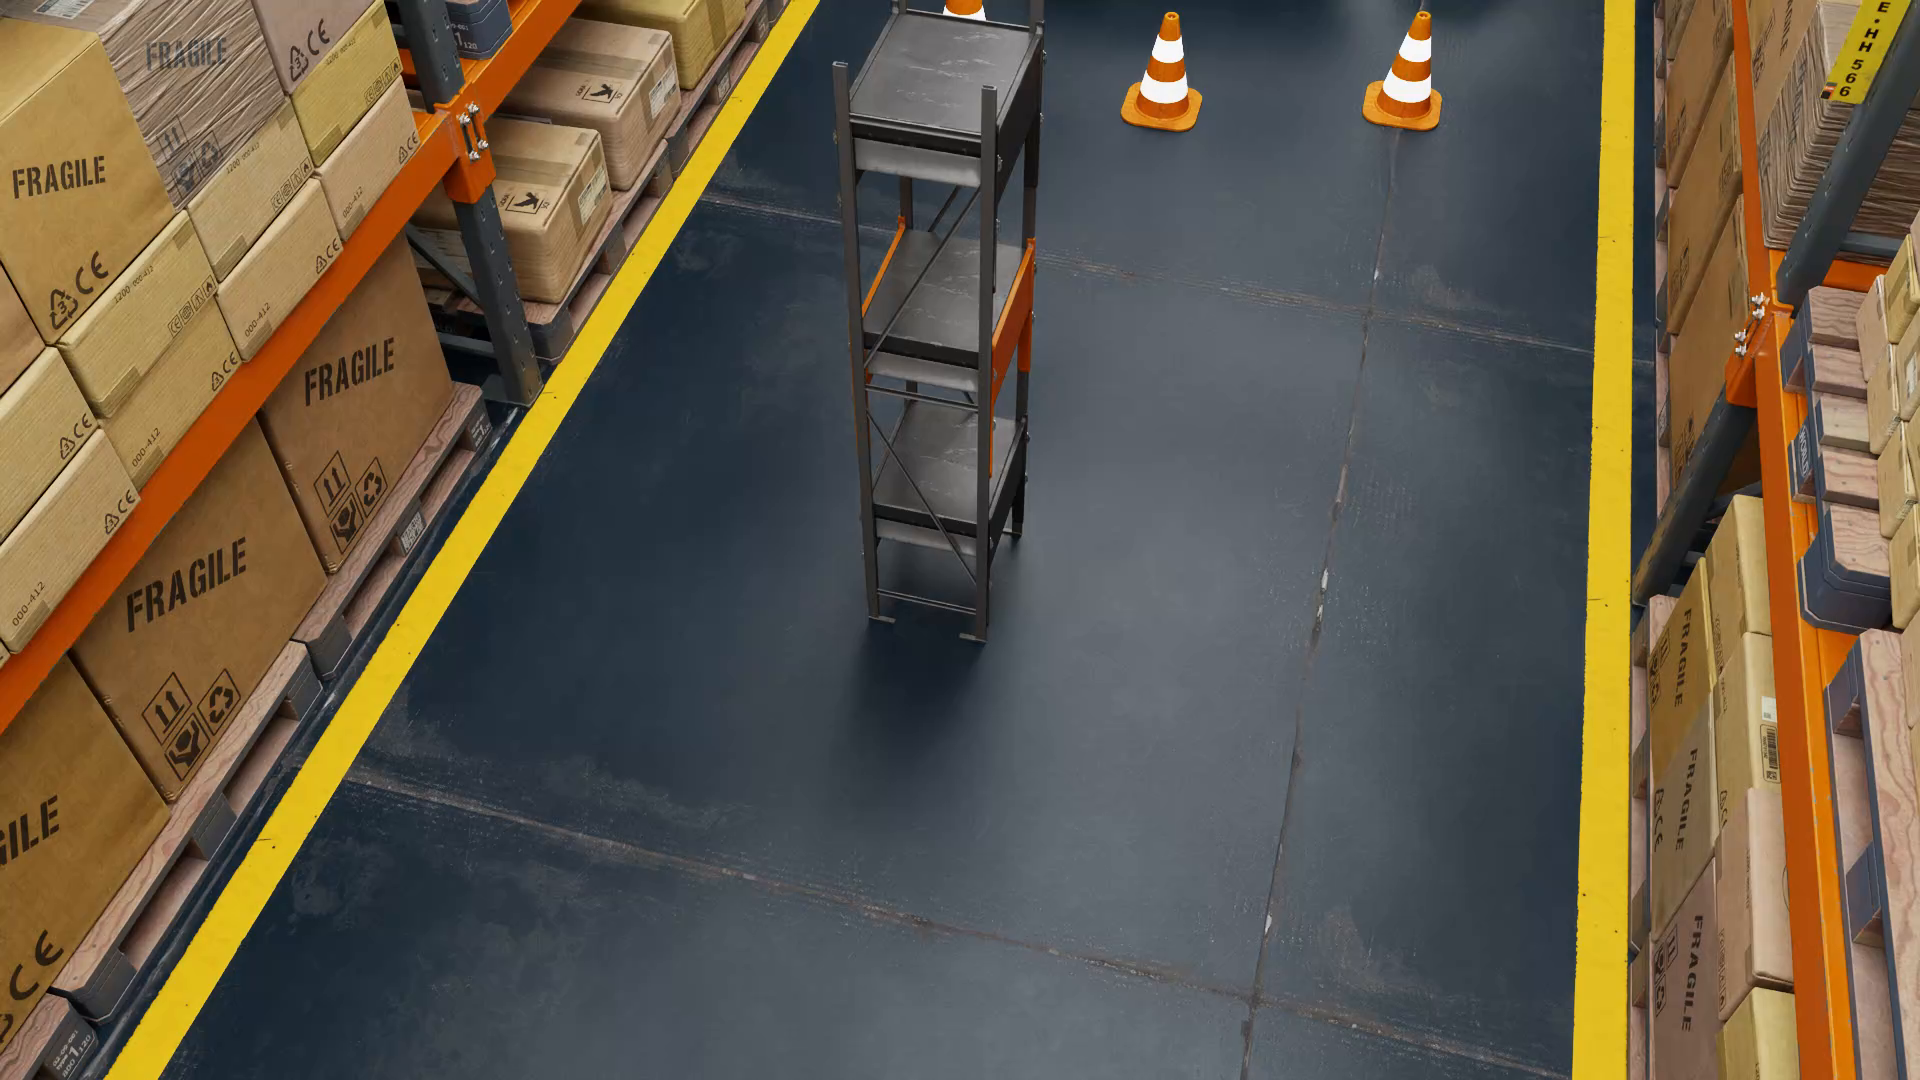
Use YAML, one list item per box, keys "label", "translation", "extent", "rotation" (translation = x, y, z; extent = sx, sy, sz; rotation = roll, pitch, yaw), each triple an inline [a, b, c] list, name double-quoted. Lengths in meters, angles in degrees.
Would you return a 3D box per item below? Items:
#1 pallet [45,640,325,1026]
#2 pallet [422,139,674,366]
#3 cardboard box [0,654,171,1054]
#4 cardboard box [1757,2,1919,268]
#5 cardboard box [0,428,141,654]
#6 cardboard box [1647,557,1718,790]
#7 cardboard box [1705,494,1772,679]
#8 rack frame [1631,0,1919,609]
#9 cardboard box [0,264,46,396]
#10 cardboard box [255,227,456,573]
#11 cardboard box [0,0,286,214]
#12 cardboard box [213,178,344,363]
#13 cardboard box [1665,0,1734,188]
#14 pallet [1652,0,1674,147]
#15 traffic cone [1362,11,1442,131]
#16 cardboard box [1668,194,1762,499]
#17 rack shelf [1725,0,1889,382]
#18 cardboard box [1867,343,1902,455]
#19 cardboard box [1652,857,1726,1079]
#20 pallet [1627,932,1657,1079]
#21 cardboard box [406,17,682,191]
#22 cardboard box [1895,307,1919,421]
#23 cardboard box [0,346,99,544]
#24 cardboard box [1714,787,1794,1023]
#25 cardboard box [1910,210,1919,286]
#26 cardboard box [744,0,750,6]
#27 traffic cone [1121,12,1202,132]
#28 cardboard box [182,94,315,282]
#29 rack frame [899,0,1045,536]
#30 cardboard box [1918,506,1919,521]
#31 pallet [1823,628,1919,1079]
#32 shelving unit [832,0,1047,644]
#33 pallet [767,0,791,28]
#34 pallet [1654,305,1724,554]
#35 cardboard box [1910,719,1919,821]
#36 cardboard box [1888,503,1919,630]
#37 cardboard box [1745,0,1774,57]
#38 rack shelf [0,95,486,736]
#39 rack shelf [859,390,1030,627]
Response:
- label: "pallet"
  translation: [-2.664, 0.738, 4.958]
  extent: [1.003, 0.211, 1.213]
  rotation: [12, 50, 10]
- label: "pallet"
  translation: [-1.854, -1.262, 6.723]
  extent: [1.003, 0.211, 1.213]
  rotation: [12, 50, 10]
- label: "cardboard box"
  translation: [-2.797, 0.718, 4.253]
  extent: [0.875, 0.875, 0.875]
  rotation: [13, 50, 11]
- label: "cardboard box"
  translation: [2.601, -1.128, 4.679]
  extent: [0.500, 0.500, 0.500]
  rotation: [12, 50, 10]
- label: "cardboard box"
  translation: [-2.318, -0.045, 3.889]
  extent: [0.500, 0.250, 0.500]
  rotation: [11, 49, 9]
- label: "cardboard box"
  translation: [2.309, 0.433, 4.754]
  extent: [0.500, 0.500, 0.500]
  rotation: [10, 49, 8]
- label: "cardboard box"
  translation: [2.326, 0.175, 4.482]
  extent: [0.500, 0.250, 0.500]
  rotation: [10, 49, 8]
- label: "rack frame"
  translation: [2.741, -0.716, 4.382]
  extent: [1.000, 3.000, 0.127]
  rotation: [12, 50, 10]
- label: "cardboard box"
  translation: [-2.349, -0.463, 3.425]
  extent: [0.500, 0.500, 0.500]
  rotation: [11, 49, 9]
- label: "cardboard box"
  translation: [-2.323, -0.573, 5.392]
  extent: [0.875, 0.875, 0.875]
  rotation: [11, 50, 10]
- label: "cardboard box"
  translation: [-2.072, -1.186, 4.062]
  extent: [0.500, 0.500, 0.500]
  rotation: [12, 50, 11]
- label: "cardboard box"
  translation: [-2.063, -0.781, 4.539]
  extent: [0.500, 0.250, 0.500]
  rotation: [12, 50, 11]
- label: "cardboard box"
  translation: [3.460, -1.841, 6.594]
  extent: [1.050, 0.750, 0.750]
  rotation: [12, 50, 10]
- label: "pallet"
  translation: [3.664, -2.114, 7.475]
  extent: [1.003, 0.211, 1.213]
  rotation: [12, 50, 10]
- label: "traffic cone"
  translation: [1.984, -2.098, 7.293]
  extent: [0.336, 0.463, 0.334]
  rotation: [12, 50, 10]
- label: "cardboard box"
  translation: [2.988, -0.534, 5.441]
  extent: [1.050, 0.750, 0.750]
  rotation: [11, 49, 10]
- label: "rack shelf"
  translation: [3.268, -1.925, 5.928]
  extent: [1.077, 0.370, 4.000]
  rotation: [12, 50, 10]
- label: "cardboard box"
  translation: [2.358, -0.294, 3.897]
  extent: [0.380, 0.149, 0.250]
  rotation: [14, 50, 12]
- label: "cardboard box"
  translation: [2.049, 1.170, 4.104]
  extent: [0.500, 0.500, 0.500]
  rotation: [10, 49, 9]
- label: "pallet"
  translation: [2.211, 1.651, 4.152]
  extent: [1.003, 0.211, 1.213]
  rotation: [12, 50, 10]
- label: "cardboard box"
  translation: [-1.716, -1.832, 6.838]
  extent: [0.950, 0.372, 0.625]
  rotation: [11, 49, 9]
- label: "cardboard box"
  translation: [2.351, -0.364, 3.760]
  extent: [0.380, 0.149, 0.250]
  rotation: [14, 50, 12]
- label: "cardboard box"
  translation: [-2.326, -0.214, 3.705]
  extent: [0.500, 0.250, 0.500]
  rotation: [10, 49, 9]
- label: "cardboard box"
  translation: [2.050, 0.897, 3.845]
  extent: [0.500, 0.250, 0.500]
  rotation: [12, 50, 10]
- label: "cardboard box"
  translation: [2.432, -0.670, 3.831]
  extent: [0.380, 0.149, 0.250]
  rotation: [12, 50, 10]
- label: "cardboard box"
  translation: [-1.330, -2.882, 7.766]
  extent: [0.950, 0.372, 0.625]
  rotation: [14, 50, 12]
- label: "traffic cone"
  translation: [0.905, -2.094, 7.289]
  extent: [0.336, 0.463, 0.334]
  rotation: [12, 50, 10]
- label: "cardboard box"
  translation: [-2.075, -0.964, 4.367]
  extent: [0.500, 0.250, 0.500]
  rotation: [10, 49, 9]
- label: "rack frame"
  translation: [0.021, -0.752, 5.013]
  extent: [0.400, 2.100, 0.015]
  rotation: [12, 50, 10]
- label: "cardboard box"
  translation: [2.218, 0.012, 3.428]
  extent: [0.380, 0.149, 0.250]
  rotation: [12, 50, 10]
- label: "pallet"
  translation: [2.260, 0.787, 3.183]
  extent: [1.003, 0.211, 1.213]
  rotation: [12, 50, 10]
- label: "shelving unit"
  translation: [-0.044, -0.575, 4.857]
  extent: [0.431, 2.100, 0.503]
  rotation: [12, 50, 10]
- label: "pallet"
  translation: [-1.212, -3.027, 8.281]
  extent: [1.003, 0.211, 1.213]
  rotation: [12, 50, 10]
- label: "pallet"
  translation: [3.021, -0.349, 5.917]
  extent: [1.003, 0.211, 1.213]
  rotation: [12, 50, 10]
- label: "cardboard box"
  translation: [2.082, 0.471, 3.221]
  extent: [0.380, 0.149, 0.250]
  rotation: [12, 50, 11]
- label: "cardboard box"
  translation: [2.218, 0.096, 3.552]
  extent: [0.380, 0.149, 0.250]
  rotation: [14, 50, 12]
- label: "cardboard box"
  translation: [2.865, -1.850, 5.316]
  extent: [0.500, 0.500, 0.500]
  rotation: [11, 49, 9]
- label: "rack shelf"
  translation: [-2.587, 0.064, 4.172]
  extent: [1.077, 0.370, 4.000]
  rotation: [12, 50, 10]
- label: "rack shelf"
  translation: [-0.044, -0.103, 5.392]
  extent: [0.431, 0.518, 0.480]
  rotation: [12, 50, 10]
